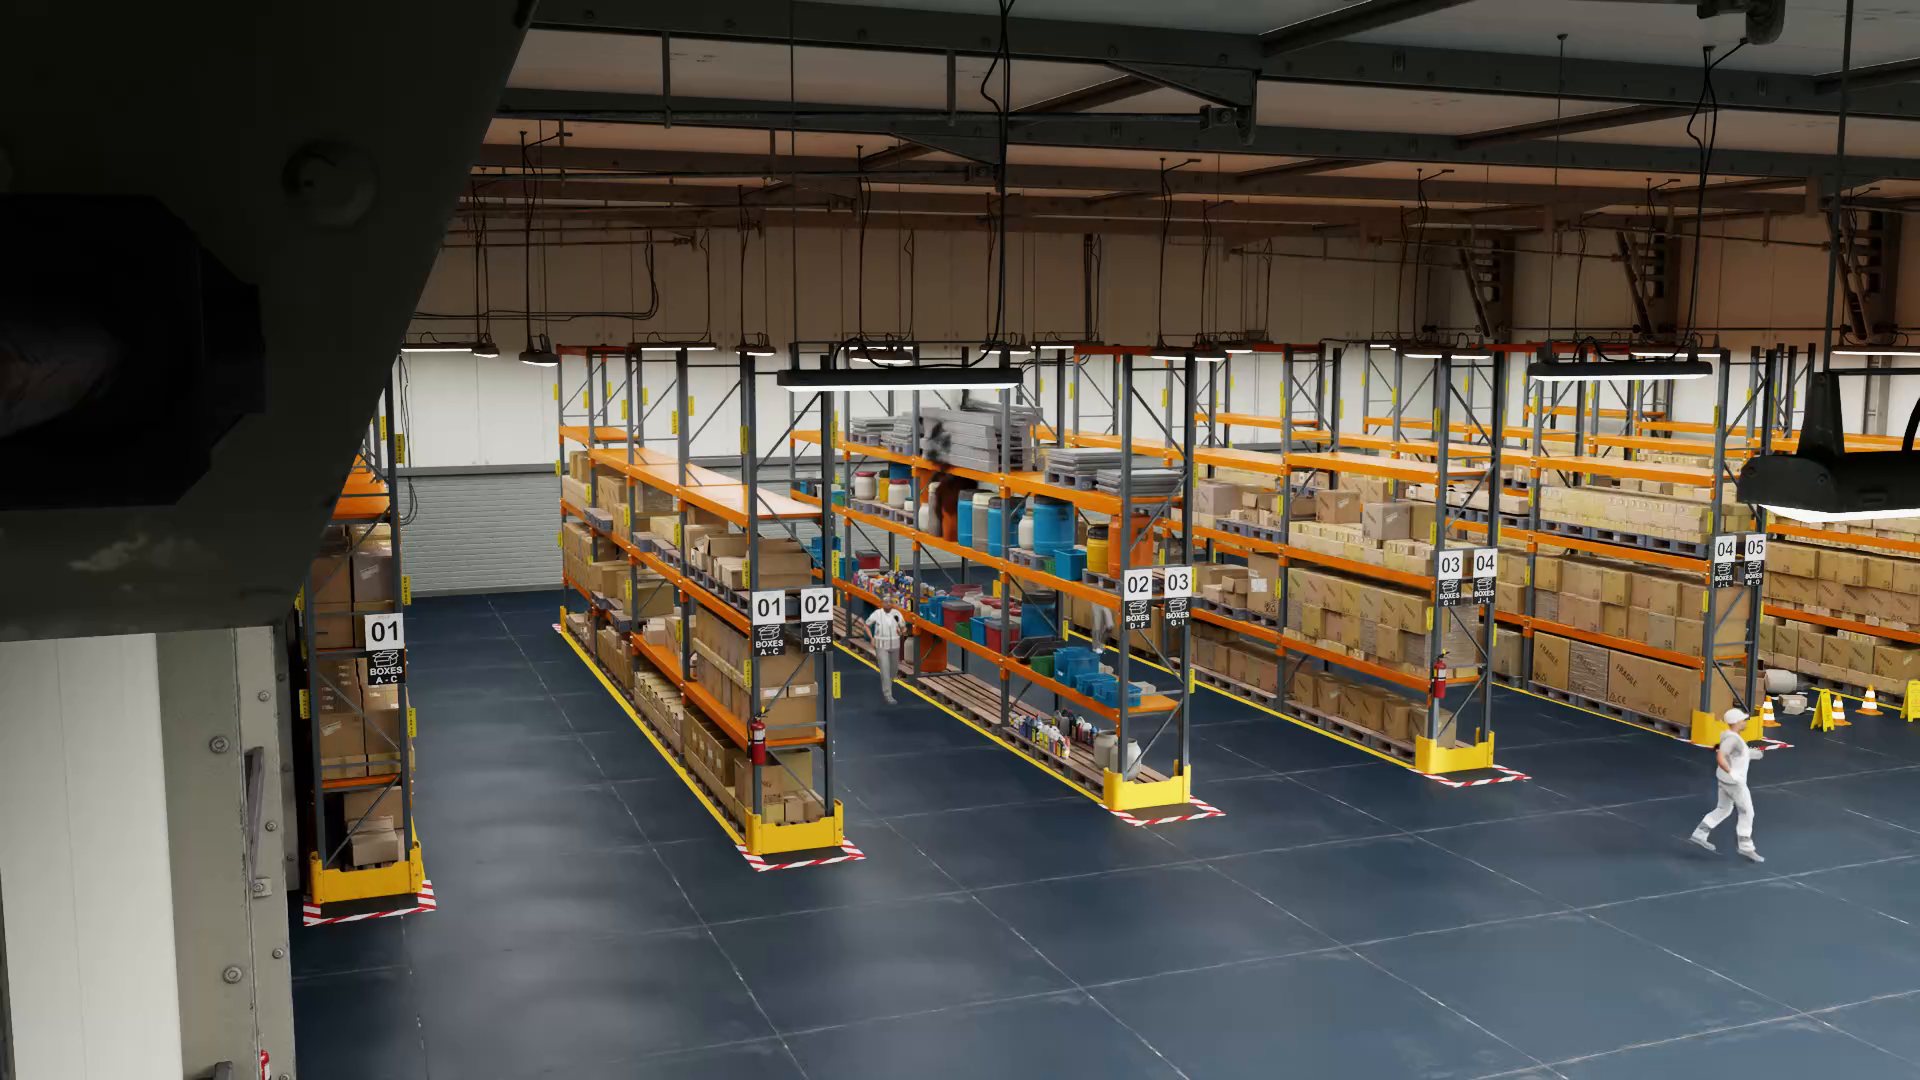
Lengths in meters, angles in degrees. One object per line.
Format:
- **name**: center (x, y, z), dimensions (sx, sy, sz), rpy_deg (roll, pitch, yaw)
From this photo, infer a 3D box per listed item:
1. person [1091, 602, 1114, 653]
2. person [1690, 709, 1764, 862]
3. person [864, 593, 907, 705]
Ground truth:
- **person**: center (2.648, 1.301, 30.957), dimensions (0.550, 1.656, 0.571), rpy_deg (-3, 8, -22)
- **person**: center (9.228, 2.915, 19.903), dimensions (0.814, 1.824, 0.640), rpy_deg (1, 7, 11)
- **person**: center (-1.169, 1.757, 26.973), dimensions (0.673, 1.819, 0.862), rpy_deg (-3, 8, -22)
